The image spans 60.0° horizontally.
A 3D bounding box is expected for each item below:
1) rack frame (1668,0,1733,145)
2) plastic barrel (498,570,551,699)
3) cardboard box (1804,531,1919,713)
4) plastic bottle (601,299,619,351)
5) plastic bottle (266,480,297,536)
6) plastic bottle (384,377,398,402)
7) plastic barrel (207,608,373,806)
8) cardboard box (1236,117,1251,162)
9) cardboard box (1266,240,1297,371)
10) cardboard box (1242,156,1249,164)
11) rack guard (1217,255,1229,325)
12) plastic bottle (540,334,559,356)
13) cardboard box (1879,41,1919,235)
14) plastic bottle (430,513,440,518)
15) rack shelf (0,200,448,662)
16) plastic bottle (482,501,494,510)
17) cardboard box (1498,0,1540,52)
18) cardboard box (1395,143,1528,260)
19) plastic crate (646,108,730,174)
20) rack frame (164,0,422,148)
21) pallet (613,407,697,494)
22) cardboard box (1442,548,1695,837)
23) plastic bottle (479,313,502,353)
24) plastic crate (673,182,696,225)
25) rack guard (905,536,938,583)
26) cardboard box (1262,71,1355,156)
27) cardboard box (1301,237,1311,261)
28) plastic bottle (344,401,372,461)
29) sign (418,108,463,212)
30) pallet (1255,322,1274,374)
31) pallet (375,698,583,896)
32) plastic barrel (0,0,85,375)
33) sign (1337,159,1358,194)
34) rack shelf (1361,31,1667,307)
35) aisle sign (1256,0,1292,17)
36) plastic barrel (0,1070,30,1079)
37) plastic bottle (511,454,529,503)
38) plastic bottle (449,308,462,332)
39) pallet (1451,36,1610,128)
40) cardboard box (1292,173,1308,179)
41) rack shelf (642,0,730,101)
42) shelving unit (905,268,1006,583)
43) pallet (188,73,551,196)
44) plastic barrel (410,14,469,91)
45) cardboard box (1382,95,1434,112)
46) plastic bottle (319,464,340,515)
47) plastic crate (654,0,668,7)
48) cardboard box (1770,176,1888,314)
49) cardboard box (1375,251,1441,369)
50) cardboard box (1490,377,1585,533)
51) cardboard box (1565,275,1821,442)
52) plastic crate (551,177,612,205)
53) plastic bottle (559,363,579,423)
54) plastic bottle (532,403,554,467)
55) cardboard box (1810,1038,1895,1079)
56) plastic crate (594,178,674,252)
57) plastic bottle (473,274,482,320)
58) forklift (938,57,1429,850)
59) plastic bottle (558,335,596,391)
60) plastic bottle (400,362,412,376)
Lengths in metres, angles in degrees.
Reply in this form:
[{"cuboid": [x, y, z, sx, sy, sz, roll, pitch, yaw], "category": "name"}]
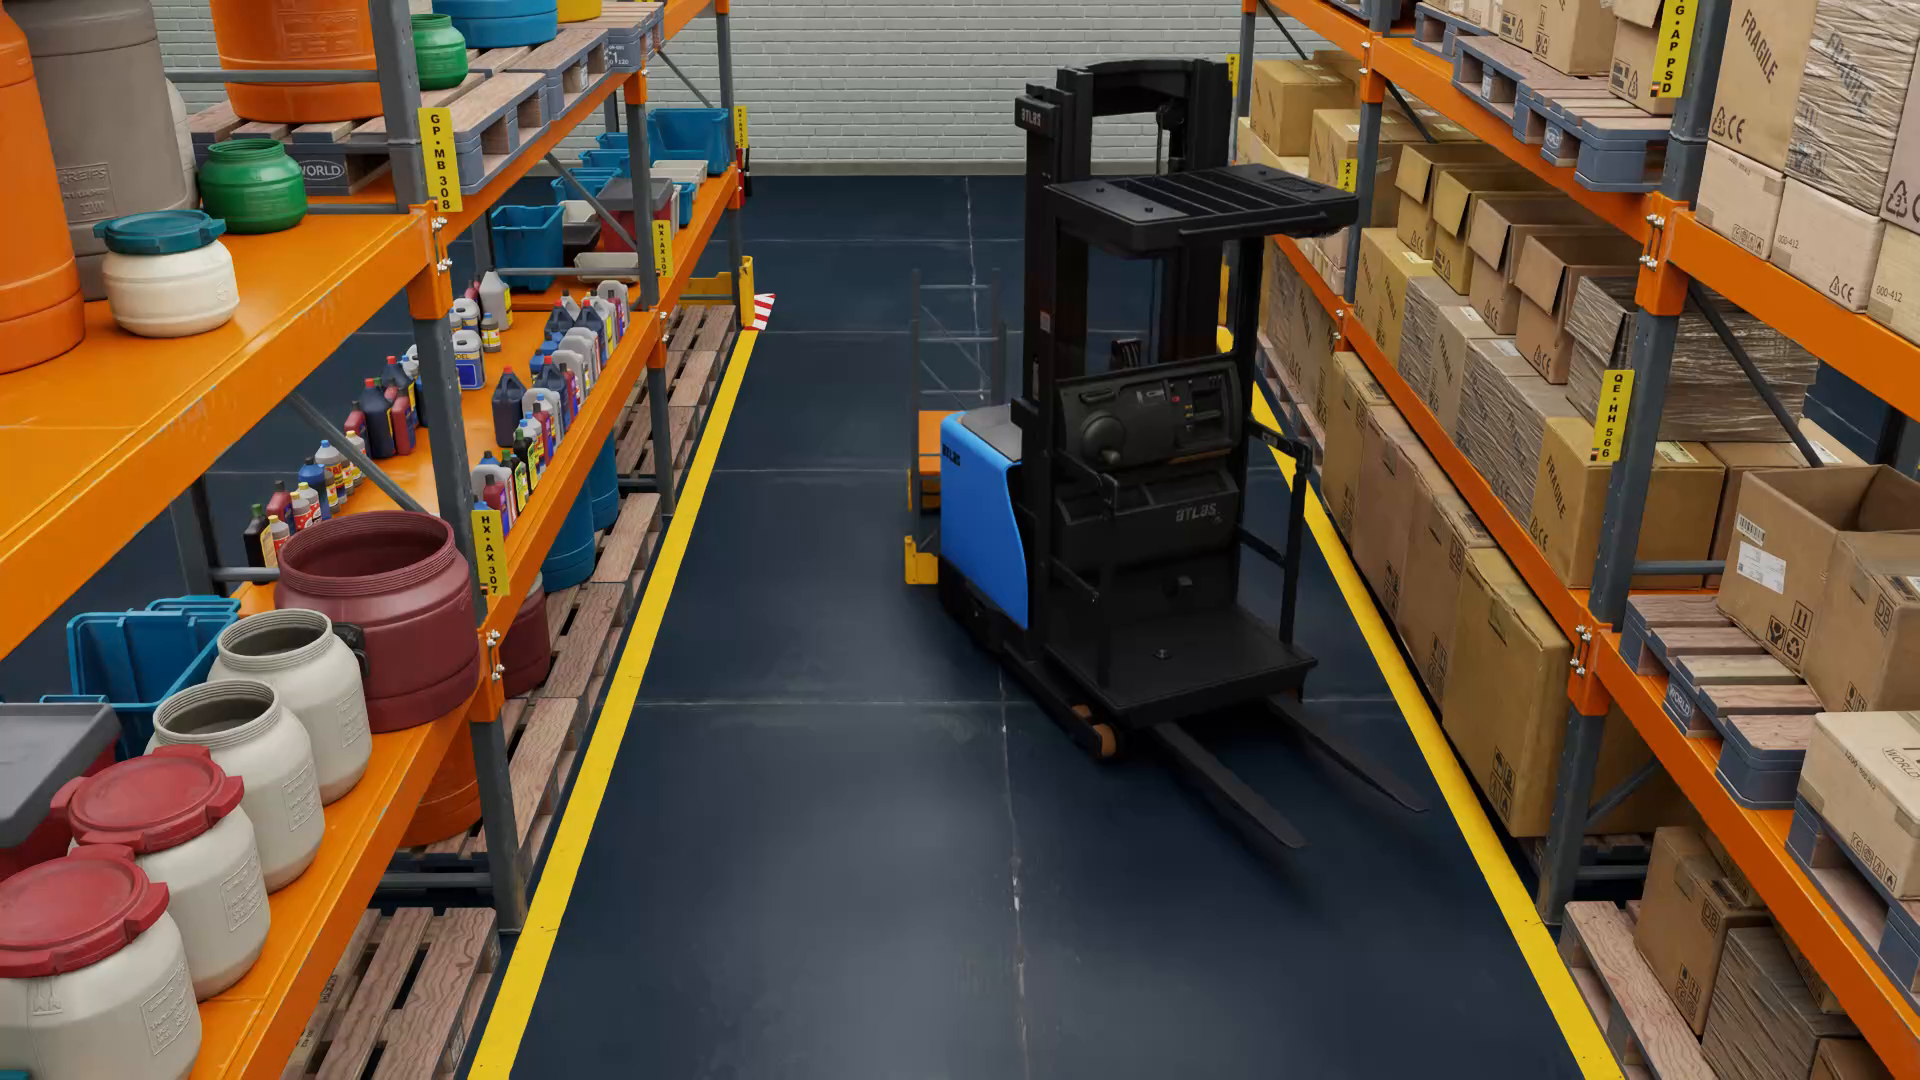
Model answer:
[{"cuboid": [2.763, -2.629, 4.643, 1.000, 3.000, 0.127, 0, 24, -1], "category": "rack frame"}, {"cuboid": [-2.224, 0.367, 7.715, 0.600, 0.588, 0.708, 0, 24, -1], "category": "plastic barrel"}, {"cuboid": [2.915, 0.319, 4.773, 0.700, 0.500, 0.500, 3, 25, 7], "category": "cardboard box"}, {"cuboid": [-1.901, -1.154, 8.812, 0.152, 0.276, 0.135, 0, 24, -1], "category": "plastic bottle"}, {"cuboid": [-2.623, -0.080, 6.429, 0.061, 0.283, 0.133, 0, 24, -1], "category": "plastic bottle"}, {"cuboid": [-2.575, -0.587, 7.551, 0.061, 0.283, 0.133, 0, 24, -1], "category": "plastic bottle"}, {"cuboid": [-1.964, 0.498, 4.872, 0.421, 0.512, 0.421, 0, 24, 0], "category": "plastic barrel"}, {"cuboid": [2.411, -3.060, 12.698, 0.500, 0.250, 0.500, -1, 24, -2], "category": "cardboard box"}, {"cuboid": [2.773, -1.777, 12.108, 0.875, 0.875, 0.875, 0, 24, -1], "category": "cardboard box"}, {"cuboid": [2.354, -2.824, 12.660, 0.380, 0.149, 0.250, -1, 24, -1], "category": "cardboard box"}, {"cuboid": [2.676, -2.063, 13.705, 1.175, 0.500, 0.348, 0, 24, -1], "category": "rack guard"}, {"cuboid": [-2.019, -0.880, 8.212, 0.097, 0.271, 0.097, 0, 24, 0], "category": "plastic bottle"}, {"cuboid": [2.526, -0.925, 3.787, 0.500, 0.500, 0.500, -1, 24, -2], "category": "cardboard box"}, {"cuboid": [-2.023, 0.004, 6.252, 0.152, 0.276, 0.135, 0, 24, -1], "category": "plastic bottle"}, {"cuboid": [-2.167, -0.088, 3.538, 1.077, 0.370, 4.000, 0, 24, -1], "category": "rack shelf"}, {"cuboid": [-1.846, -0.051, 6.463, 0.097, 0.201, 0.097, 0, 24, 0], "category": "plastic bottle"}, {"cuboid": [2.720, -2.343, 7.015, 0.797, 0.503, 0.637, -1, 24, -1], "category": "cardboard box"}, {"cuboid": [2.735, -1.783, 8.715, 0.797, 0.503, 0.637, -1, 24, -2], "category": "cardboard box"}, {"cuboid": [-2.086, -3.076, 12.796, 0.616, 0.435, 0.499, 0, 24, -1], "category": "plastic crate"}, {"cuboid": [-2.189, -2.607, 4.594, 1.000, 3.000, 0.127, 0, 24, -1], "category": "rack frame"}, {"cuboid": [-2.280, -0.554, 10.719, 1.003, 0.211, 1.213, 0, 24, -1], "category": "pallet"}, {"cuboid": [2.777, 0.597, 6.860, 1.225, 0.875, 0.875, -1, 24, -3], "category": "cardboard box"}, {"cuboid": [-2.480, -1.096, 8.775, 0.097, 0.201, 0.097, 0, 24, 0], "category": "plastic bottle"}, {"cuboid": [-1.998, -2.276, 11.273, 0.416, 0.233, 0.300, 0, 24, -1], "category": "plastic crate"}, {"cuboid": [-0.011, 0.108, 9.209, 0.587, 0.250, 0.087, 0, 24, -1], "category": "rack guard"}, {"cuboid": [2.429, -2.983, 11.616, 0.500, 0.500, 0.500, -1, 24, -2], "category": "cardboard box"}, {"cuboid": [2.380, -1.872, 10.553, 0.380, 0.149, 0.250, 0, 24, 0], "category": "cardboard box"}, {"cuboid": [-2.633, -0.456, 7.260, 0.061, 0.283, 0.133, 0, 24, -1], "category": "plastic bottle"}, {"cuboid": [-1.639, -1.198, 5.246, 0.100, 0.325, 0.005, 0, 24, -1], "category": "sign"}, {"cuboid": [2.763, -1.593, 13.015, 1.003, 0.211, 1.213, 0, 24, -1], "category": "pallet"}, {"cuboid": [-2.240, 1.072, 7.123, 1.003, 0.211, 1.213, 0, 24, -1], "category": "pallet"}, {"cuboid": [-2.390, -0.827, 3.777, 0.600, 0.830, 0.708, 0, 24, -1], "category": "plastic barrel"}, {"cuboid": [2.165, -1.971, 9.322, 0.100, 0.325, 0.005, 0, 24, -1], "category": "sign"}, {"cuboid": [2.742, -1.759, 7.232, 1.077, 0.370, 4.000, 0, 24, -1], "category": "rack shelf"}, {"cuboid": [2.375, -4.405, 12.695, 0.394, 0.787, 0.004, 0, 24, -1], "category": "aisle sign"}, {"cuboid": [-2.007, 1.292, 3.422, 0.301, 0.262, 0.301, 0, 24, 0], "category": "plastic barrel"}, {"cuboid": [-1.851, -0.256, 6.918, 0.097, 0.201, 0.097, 0, 24, 0], "category": "plastic bottle"}, {"cuboid": [-2.631, -1.072, 8.636, 0.097, 0.271, 0.097, 0, 24, 0], "category": "plastic bottle"}, {"cuboid": [2.688, -1.902, 6.905, 1.003, 0.211, 1.213, 1, 24, 2], "category": "pallet"}, {"cuboid": [2.439, -2.216, 10.830, 0.500, 0.250, 0.500, 0, 24, 1], "category": "cardboard box"}, {"cuboid": [-2.255, -3.385, 10.827, 1.077, 0.370, 4.000, 0, 24, -1], "category": "rack shelf"}, {"cuboid": [-0.017, -0.667, 9.405, 0.587, 1.500, 1.083, 0, 24, -1], "category": "shelving unit"}, {"cuboid": [-2.100, -1.470, 5.949, 1.003, 0.211, 1.213, 0, 24, -1], "category": "pallet"}, {"cuboid": [-1.971, -1.798, 6.125, 0.294, 0.245, 0.294, 0, 24, 0], "category": "plastic barrel"}, {"cuboid": [2.962, -2.569, 10.701, 0.500, 0.500, 0.500, -1, 24, -2], "category": "cardboard box"}, {"cuboid": [-2.609, -0.211, 6.817, 0.097, 0.201, 0.097, 0, 24, 0], "category": "plastic bottle"}, {"cuboid": [-1.972, -3.342, 10.018, 0.497, 0.269, 0.590, 0, 24, -1], "category": "plastic crate"}, {"cuboid": [2.519, -0.788, 4.394, 0.500, 0.250, 0.500, 0, 24, 1], "category": "cardboard box"}, {"cuboid": [2.481, -1.192, 8.624, 0.500, 0.500, 0.500, 0, 24, 0], "category": "cardboard box"}, {"cuboid": [2.511, -0.349, 6.760, 0.500, 0.500, 0.500, 0, 24, -1], "category": "cardboard box"}, {"cuboid": [2.772, -0.700, 6.319, 0.797, 0.503, 0.637, 1, 24, 1], "category": "cardboard box"}, {"cuboid": [-2.585, -2.352, 11.440, 0.416, 0.233, 0.300, 0, 24, -1], "category": "plastic crate"}, {"cuboid": [-1.844, -0.703, 7.806, 0.061, 0.283, 0.133, 0, 24, -1], "category": "plastic bottle"}, {"cuboid": [-1.838, -0.476, 7.305, 0.061, 0.283, 0.133, 0, 24, -1], "category": "plastic bottle"}, {"cuboid": [2.823, 1.781, 4.672, 0.700, 0.500, 0.500, 2, 24, 4], "category": "cardboard box"}, {"cuboid": [-1.992, -1.947, 10.265, 0.402, 0.464, 0.583, 0, 24, -1], "category": "plastic crate"}, {"cuboid": [-2.655, -1.316, 9.160, 0.061, 0.283, 0.133, 0, 24, -1], "category": "plastic bottle"}, {"cuboid": [0.969, -0.542, 7.391, 1.130, 2.935, 3.031, -11, 27, -23], "category": "forklift"}, {"cuboid": [-1.894, -0.890, 8.229, 0.152, 0.276, 0.135, 0, 24, -1], "category": "plastic bottle"}, {"cuboid": [-2.621, -0.706, 7.826, 0.097, 0.271, 0.097, 0, 24, 0], "category": "plastic bottle"}]
